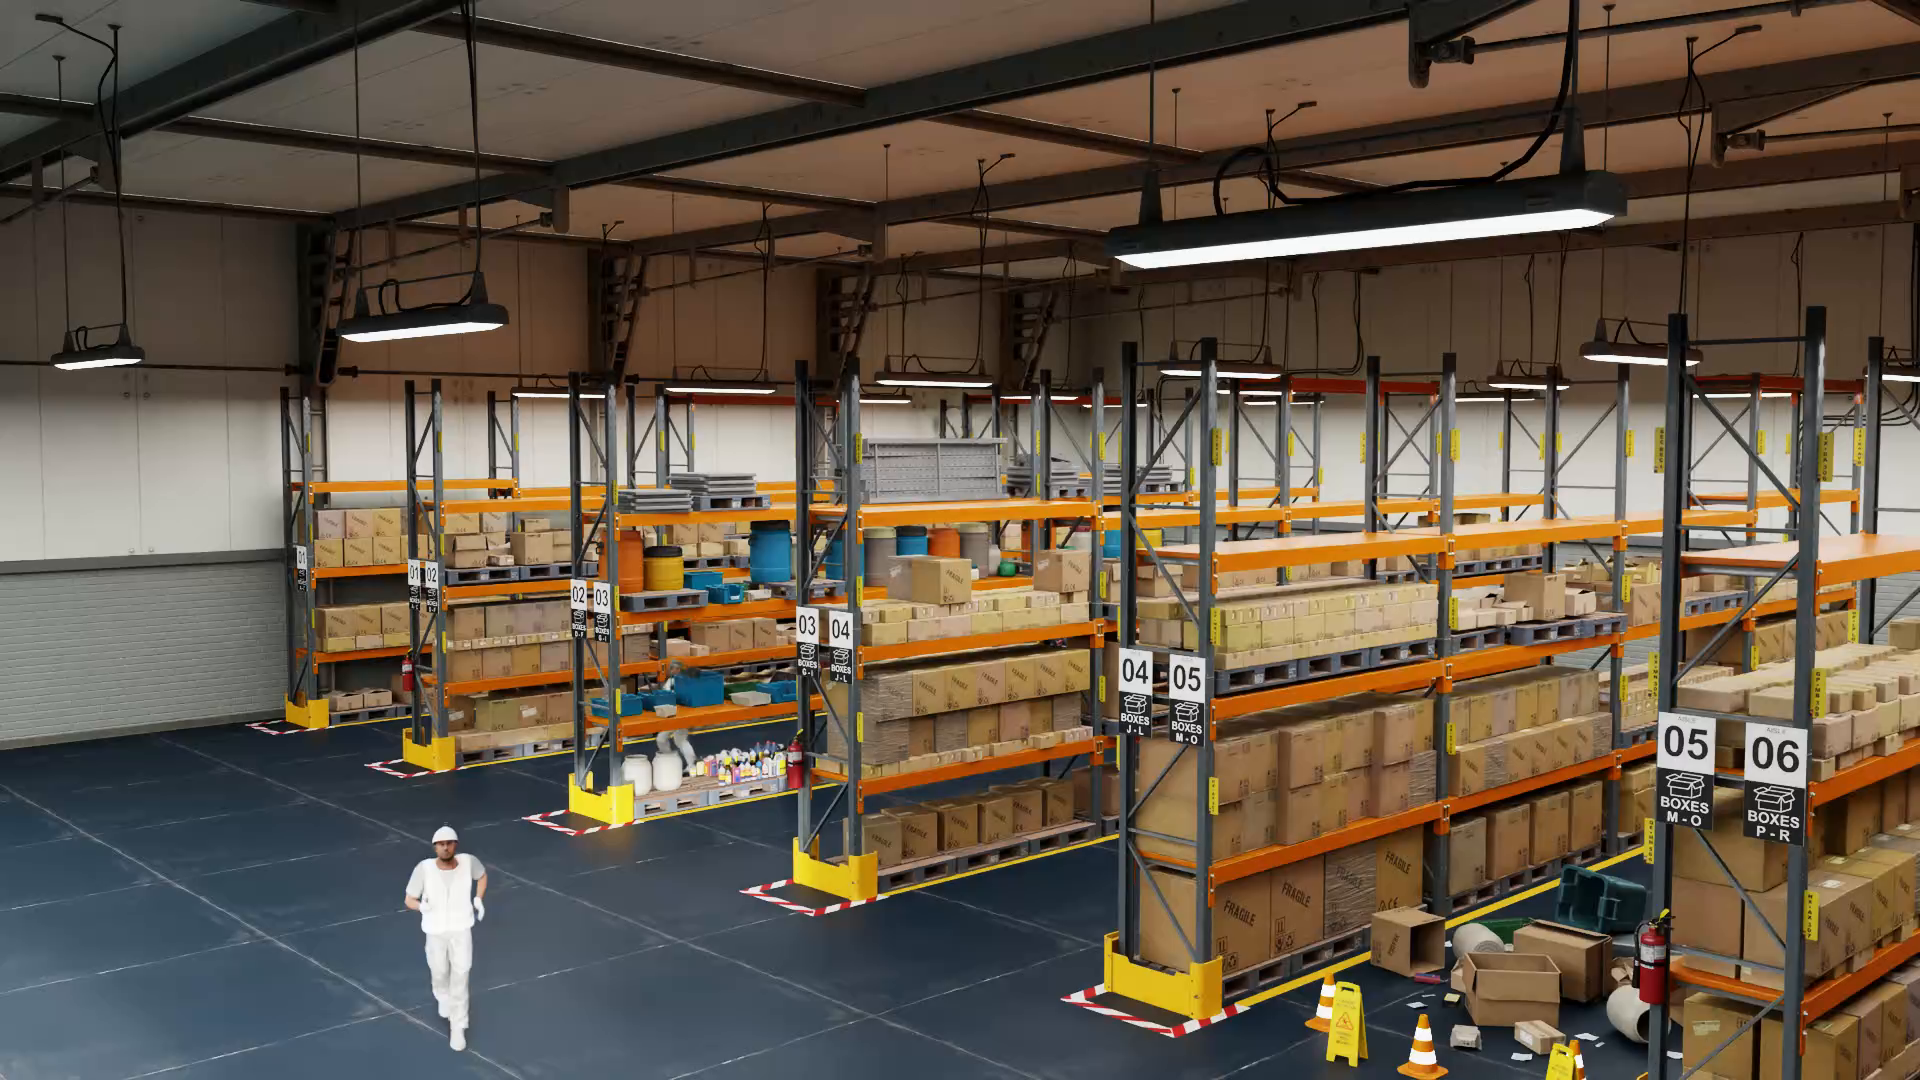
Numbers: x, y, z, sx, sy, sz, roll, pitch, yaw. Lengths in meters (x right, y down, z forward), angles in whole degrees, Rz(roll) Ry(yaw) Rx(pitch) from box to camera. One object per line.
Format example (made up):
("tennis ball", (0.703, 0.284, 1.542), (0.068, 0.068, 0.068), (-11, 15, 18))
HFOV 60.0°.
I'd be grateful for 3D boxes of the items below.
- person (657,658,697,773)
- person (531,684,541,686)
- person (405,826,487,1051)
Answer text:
("person", (-4.273, 2.699, 25.042), (0.715, 1.850, 0.651), (-3, 5, -42))
("person", (-7.416, 2.485, 28.914), (0.670, 1.705, 0.558), (-4, 5, -45))
("person", (-4.385, 3.336, 14.221), (0.682, 1.787, 0.978), (-1, 4, -17))
